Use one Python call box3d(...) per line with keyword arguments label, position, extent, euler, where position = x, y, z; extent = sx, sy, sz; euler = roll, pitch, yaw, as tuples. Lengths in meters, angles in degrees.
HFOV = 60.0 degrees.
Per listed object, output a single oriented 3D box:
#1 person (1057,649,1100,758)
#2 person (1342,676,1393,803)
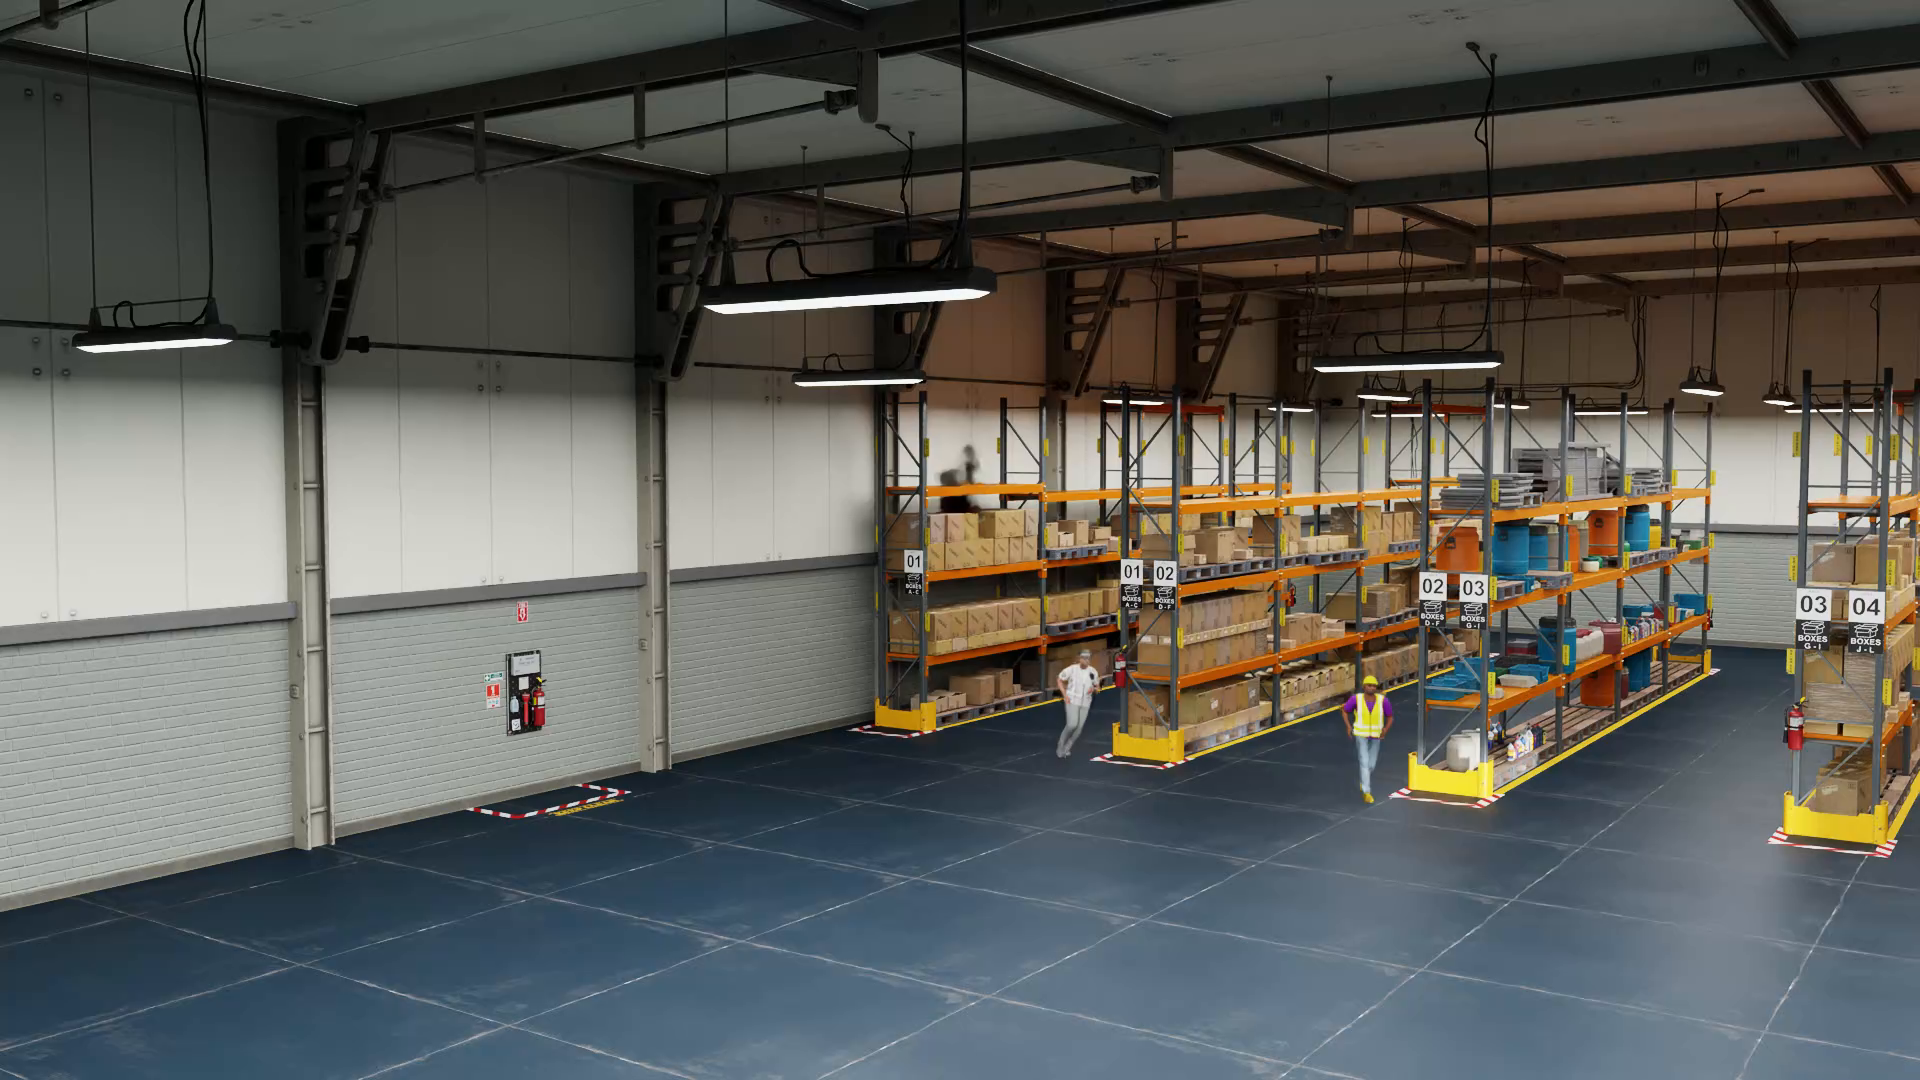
box3d(label="person", position=(1.885, 2.578, 26.308), extent=(0.698, 1.719, 0.605), euler=(-1, 3, -17))
box3d(label="person", position=(5.838, 2.807, 23.769), extent=(0.705, 1.755, 0.917), euler=(0, 3, 2))
